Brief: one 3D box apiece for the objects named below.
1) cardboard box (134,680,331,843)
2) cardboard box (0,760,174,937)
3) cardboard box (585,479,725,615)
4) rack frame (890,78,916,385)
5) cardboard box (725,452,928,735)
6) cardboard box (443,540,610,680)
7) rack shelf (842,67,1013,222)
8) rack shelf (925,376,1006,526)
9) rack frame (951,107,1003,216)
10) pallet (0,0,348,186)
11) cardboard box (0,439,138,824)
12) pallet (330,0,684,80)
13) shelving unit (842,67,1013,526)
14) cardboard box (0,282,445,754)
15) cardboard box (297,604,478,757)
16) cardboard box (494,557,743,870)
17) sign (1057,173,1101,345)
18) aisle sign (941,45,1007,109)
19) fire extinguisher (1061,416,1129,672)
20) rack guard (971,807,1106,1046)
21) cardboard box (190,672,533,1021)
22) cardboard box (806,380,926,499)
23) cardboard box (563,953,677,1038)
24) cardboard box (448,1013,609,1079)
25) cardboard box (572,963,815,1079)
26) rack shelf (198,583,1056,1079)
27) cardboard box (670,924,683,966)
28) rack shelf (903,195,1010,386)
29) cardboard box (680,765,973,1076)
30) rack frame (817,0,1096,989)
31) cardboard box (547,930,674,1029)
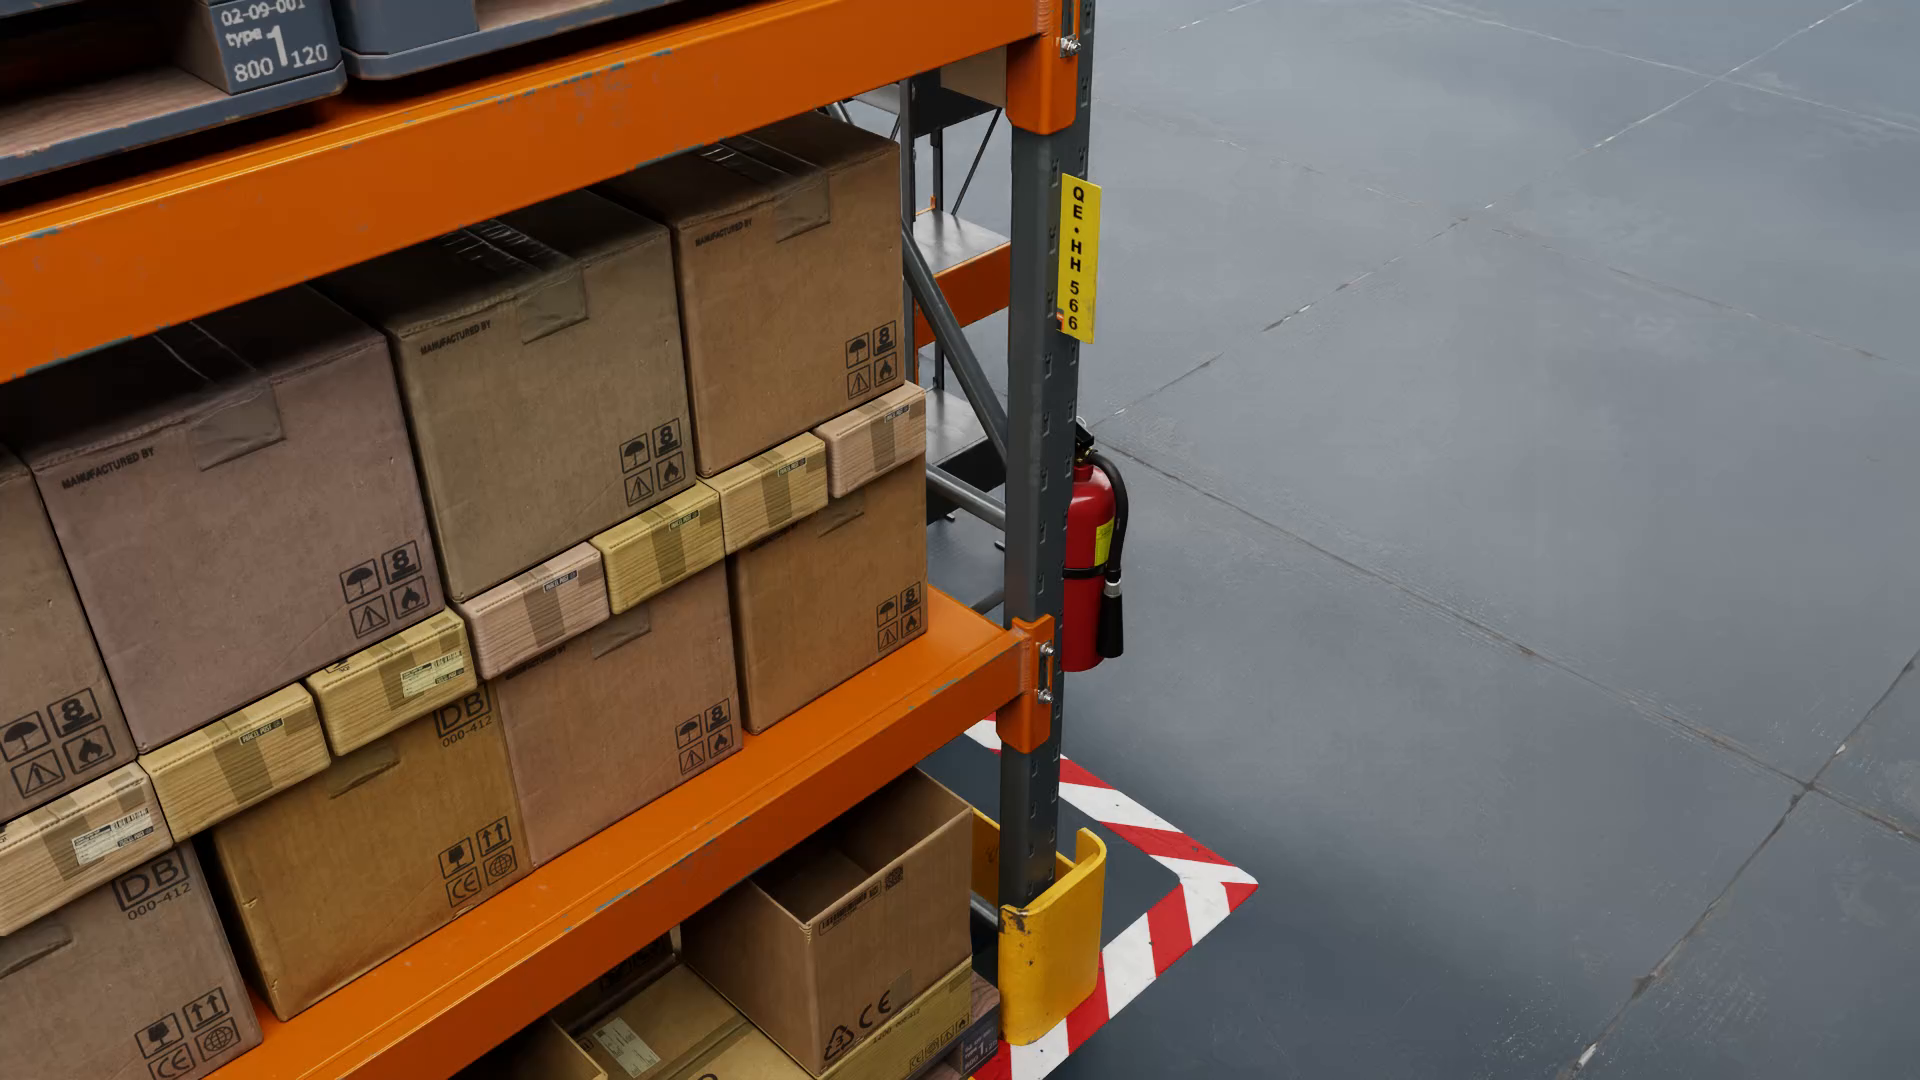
[{"bbox_3d":[-1.198,0.265,2.593,0.250,0.149,0.380,-29,44,-34],"label":"cardboard box"},{"bbox_3d":[-1.378,0.369,2.444,0.380,0.149,0.250,29,44,35],"label":"cardboard box"},{"bbox_3d":[-0.650,-0.051,3.046,0.380,0.149,0.250,29,44,35],"label":"cardboard box"},{"bbox_3d":[-0.289,-0.695,5.411,0.400,2.100,0.015,30,45,35],"label":"rack frame"},{"bbox_3d":[-0.490,-0.043,3.602,0.700,0.500,0.500,30,45,35],"label":"cardboard box"},{"bbox_3d":[-0.829,0.051,2.901,0.250,0.149,0.380,-29,44,-35],"label":"cardboard box"},{"bbox_3d":[-0.117,-1.357,5.160,0.431,0.518,0.480,30,45,35],"label":"rack shelf"},{"bbox_3d":[-0.117,-0.209,5.961,0.431,0.518,0.480,30,45,35],"label":"rack shelf"},{"bbox_3d":[0.054,-0.894,5.696,0.380,1.831,0.006,30,45,35],"label":"rack frame"},{"bbox_3d":[-1.529,-0.606,1.952,1.003,0.211,1.213,30,45,35],"label":"pallet"},{"bbox_3d":[-1.602,0.071,2.305,0.700,0.500,0.500,30,45,35],"label":"cardboard box"},{"bbox_3d":[-0.669,-1.104,2.665,1.003,0.211,1.213,30,45,35],"label":"pallet"},{"bbox_3d":[-0.118,-0.793,5.552,0.431,2.100,0.499,30,45,35],"label":"shelving unit"},{"bbox_3d":[-1.249,-0.133,2.597,0.500,0.500,0.700,-30,45,-35],"label":"cardboard box"},{"bbox_3d":[-1.013,0.157,2.748,0.250,0.149,0.380,-28,44,-34],"label":"cardboard box"},{"bbox_3d":[-2.347,1.459,2.183,4.930,1.340,1.023,-29,44,-35],"label":"cardboard box"},{"bbox_3d":[0.223,-0.534,3.174,0.100,0.325,0.005,30,45,35],"label":"sign"},{"bbox_3d":[0.102,-1.161,3.019,0.394,0.787,0.004,30,45,35],"label":"aisle sign"},{"bbox_3d":[0.260,-0.015,3.717,0.296,0.674,0.183,30,45,35],"label":"fire extinguisher"},{"bbox_3d":[-0.136,0.829,4.624,1.175,0.500,0.348,30,45,35],"label":"rack guard"},{"bbox_3d":[-1.211,0.372,3.008,0.500,0.500,0.700,-30,45,-35],"label":"cardboard box"},{"bbox_3d":[-0.286,-0.261,3.348,0.380,0.149,0.250,29,44,35],"label":"cardboard box"},{"bbox_3d":[-1.038,1.102,4.084,0.500,0.250,0.500,30,45,35],"label":"cardboard box"},{"bbox_3d":[-1.013,1.211,3.272,0.500,0.500,0.500,30,45,35],"label":"cardboard box"},{"bbox_3d":[-0.664,1.314,3.780,0.500,0.250,0.500,30,45,35],"label":"cardboard box"},{"bbox_3d":[-1.562,0.921,2.936,1.077,0.370,4.000,30,45,35],"label":"rack shelf"},{"bbox_3d":[-0.688,0.898,4.377,0.500,0.250,0.500,30,45,35],"label":"cardboard box"},{"bbox_3d":[-0.117,-0.783,5.561,0.431,0.518,0.480,30,45,35],"label":"rack shelf"},{"bbox_3d":[-0.319,0.800,3.862,0.500,0.500,0.500,30,45,35],"label":"cardboard box"},{"bbox_3d":[-0.152,-0.186,3.895,1.000,3.000,0.127,30,45,35],"label":"rack frame"},{"bbox_3d":[-1.039,0.794,3.871,0.500,0.500,0.500,30,45,35],"label":"cardboard box"}]
